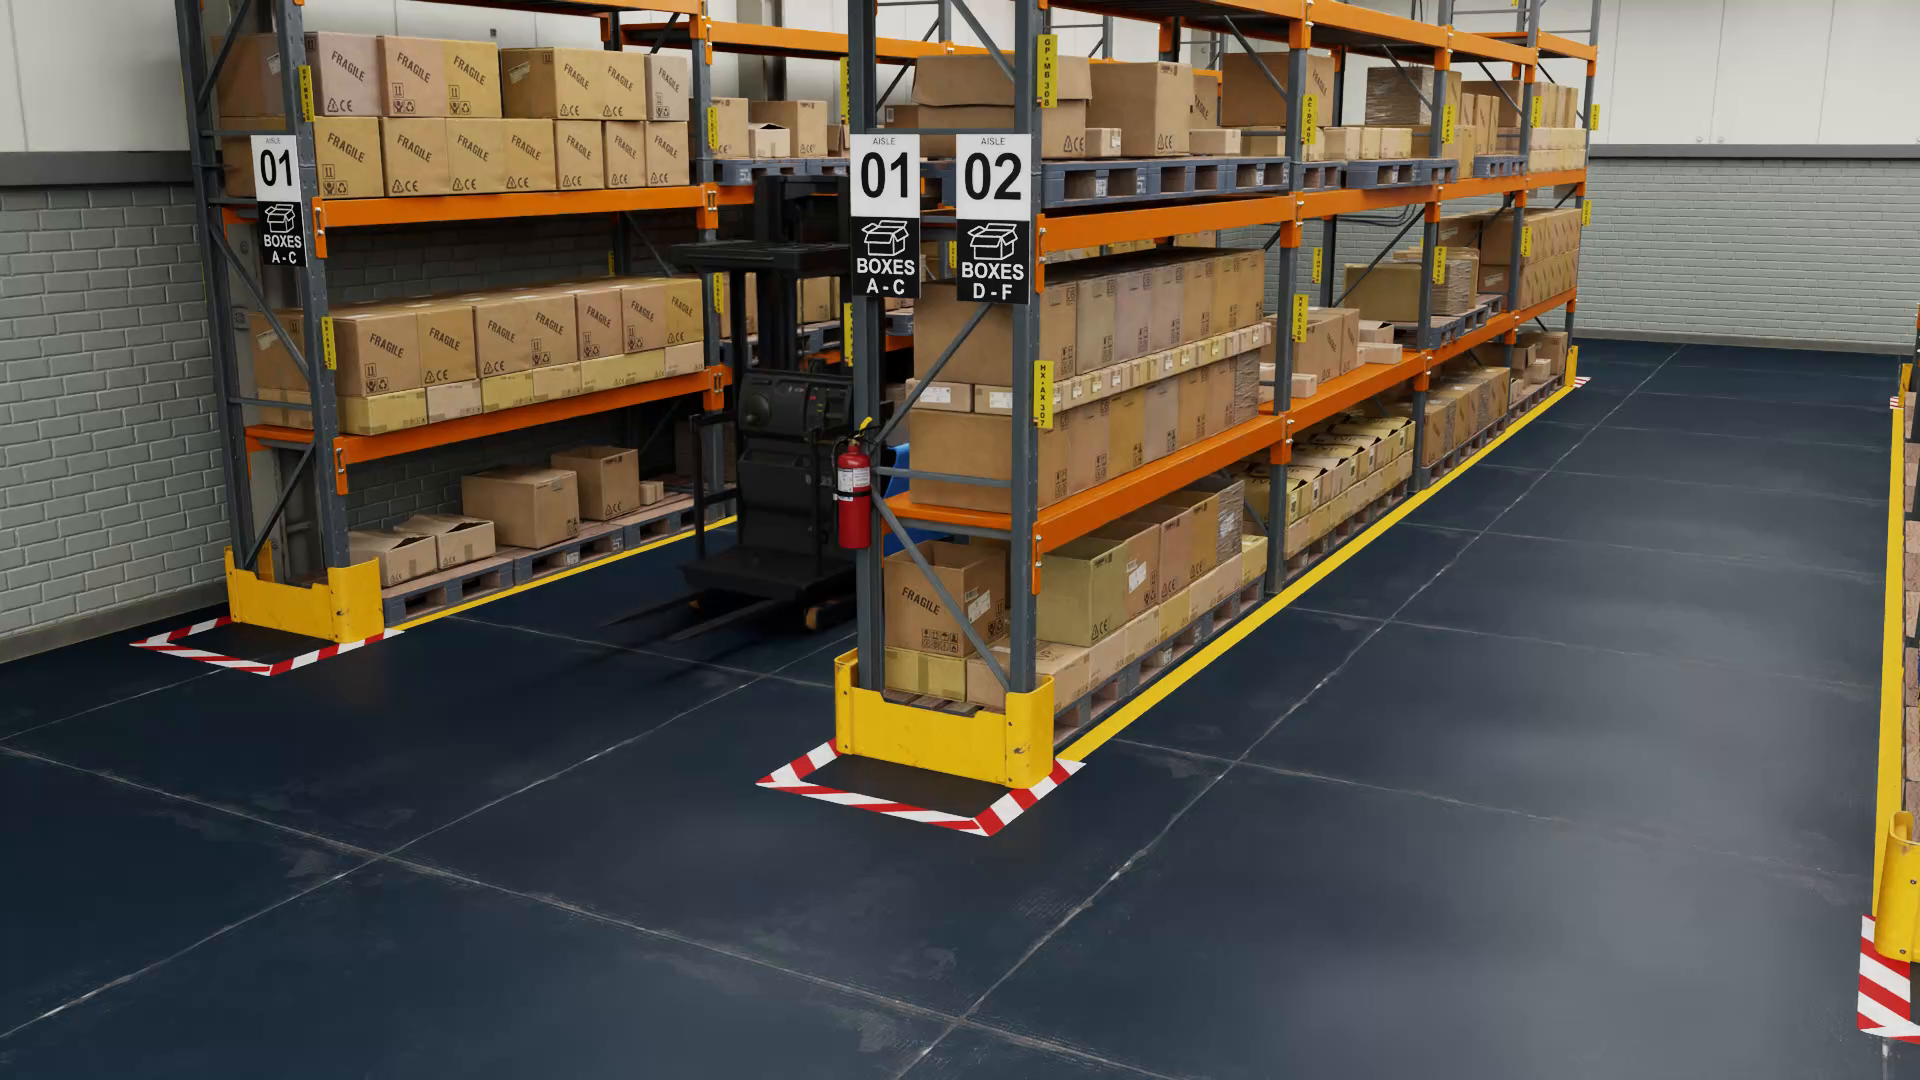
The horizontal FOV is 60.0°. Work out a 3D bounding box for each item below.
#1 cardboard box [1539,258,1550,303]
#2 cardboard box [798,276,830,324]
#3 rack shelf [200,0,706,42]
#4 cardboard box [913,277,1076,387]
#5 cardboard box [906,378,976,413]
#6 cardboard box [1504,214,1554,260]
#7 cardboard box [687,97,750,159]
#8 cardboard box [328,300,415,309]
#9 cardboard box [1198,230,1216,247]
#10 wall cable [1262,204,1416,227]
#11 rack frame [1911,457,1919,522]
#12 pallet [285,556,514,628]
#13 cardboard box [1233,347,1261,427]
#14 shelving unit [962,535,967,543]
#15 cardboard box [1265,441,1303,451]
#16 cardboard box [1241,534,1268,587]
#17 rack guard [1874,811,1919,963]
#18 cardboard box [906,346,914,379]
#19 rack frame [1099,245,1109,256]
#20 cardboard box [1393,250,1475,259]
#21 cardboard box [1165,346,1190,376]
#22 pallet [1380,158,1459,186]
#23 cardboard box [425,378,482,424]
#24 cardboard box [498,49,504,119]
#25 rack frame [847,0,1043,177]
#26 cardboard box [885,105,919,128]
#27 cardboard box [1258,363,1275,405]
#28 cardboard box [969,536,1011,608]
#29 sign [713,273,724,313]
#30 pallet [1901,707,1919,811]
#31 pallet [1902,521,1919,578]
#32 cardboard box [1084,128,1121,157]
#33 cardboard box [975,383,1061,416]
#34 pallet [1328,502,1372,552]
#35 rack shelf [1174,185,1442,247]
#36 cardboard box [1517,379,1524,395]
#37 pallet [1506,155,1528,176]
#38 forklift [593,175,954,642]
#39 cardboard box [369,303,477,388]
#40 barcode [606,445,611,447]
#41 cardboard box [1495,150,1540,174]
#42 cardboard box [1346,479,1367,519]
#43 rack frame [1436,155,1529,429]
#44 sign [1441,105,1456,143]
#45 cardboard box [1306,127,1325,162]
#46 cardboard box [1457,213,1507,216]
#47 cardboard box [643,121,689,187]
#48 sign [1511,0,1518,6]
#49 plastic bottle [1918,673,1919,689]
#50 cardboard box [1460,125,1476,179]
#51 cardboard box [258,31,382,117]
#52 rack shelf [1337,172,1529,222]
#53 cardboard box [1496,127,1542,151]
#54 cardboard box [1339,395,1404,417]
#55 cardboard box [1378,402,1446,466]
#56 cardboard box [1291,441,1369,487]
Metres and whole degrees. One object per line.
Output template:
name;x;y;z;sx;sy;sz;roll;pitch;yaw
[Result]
cardboard box;6.695;-3.101;19.782;0.500;0.500;0.500;7;15;28
cardboard box;-1.641;-2.305;15.544;0.700;0.500;0.500;10;17;36
rack shelf;-3.451;-3.845;11.822;1.077;0.370;4.000;7;15;28
cardboard box;0.182;-1.093;8.686;0.700;0.500;0.500;7;15;28
cardboard box;-0.062;-0.773;8.741;0.380;0.149;0.250;7;15;27
cardboard box;6.693;-3.581;19.642;0.500;0.500;0.500;7;15;26
cardboard box;-2.150;-3.504;14.158;0.500;0.500;0.500;10;17;36
cardboard box;-4.124;-1.393;11.591;0.500;0.500;0.500;8;16;29
cardboard box;3.079;-4.192;23.881;0.980;0.700;0.700;8;16;31
wall cable;6.364;-6.679;28.661;3.097;2.526;0.112;7;15;28
rack frame;8.122;-1.388;12.891;1.000;3.000;0.127;7;15;28
pallet;-3.958;0.308;11.805;1.003;0.211;1.213;7;15;28
cardboard box;1.645;-1.086;11.425;0.700;0.500;0.500;7;15;27
shelving unit;0.026;-0.521;13.456;0.215;1.050;0.252;7;15;28
cardboard box;2.534;-0.697;13.800;0.500;0.311;0.500;7;15;27
cardboard box;1.821;0.123;11.593;0.500;0.250;0.500;7;15;28
rack guard;4.250;1.448;6.462;1.175;0.500;0.348;7;15;28
cardboard box;-0.080;-1.806;18.314;0.750;0.750;0.750;7;15;27
rack frame;1.383;-3.331;20.951;1.000;3.000;0.127;7;15;28
cardboard box;5.019;-2.803;17.652;0.700;0.500;0.500;10;17;37
cardboard box;1.169;-1.098;10.091;0.380;0.149;0.250;8;16;30
pallet;3.538;-3.167;14.273;1.213;0.211;1.003;8;16;31
cardboard box;-3.666;-0.978;11.469;0.500;0.250;0.500;7;15;26
cardboard box;-3.677;-3.304;12.049;0.500;0.500;0.500;7;15;28
rack frame;-0.080;-3.225;7.711;1.000;3.000;0.127;7;15;28
cardboard box;-0.371;-4.335;17.564;0.700;0.500;0.500;6;15;24
cardboard box;2.053;-1.162;12.275;0.500;0.250;0.500;9;16;32
cardboard box;0.389;0.109;10.053;0.500;0.500;0.500;7;15;28
sign;-2.006;-2.051;13.793;0.100;0.325;0.005;7;15;28
pallet;5.238;1.173;8.219;1.003;0.211;1.213;7;15;28
pallet;7.713;0.122;12.577;1.003;0.211;1.213;7;15;28
cardboard box;0.643;-2.138;8.944;0.380;0.149;0.250;7;15;28
cardboard box;0.298;-0.729;8.559;0.380;0.149;0.250;7;15;28
pallet;2.764;-0.181;13.832;1.003;0.211;1.213;7;15;28
rack shelf;2.821;-2.648;13.253;1.077;0.370;4.000;7;15;28
cardboard box;6.523;-1.847;19.903;0.380;0.166;0.250;7;15;28
pallet;5.344;-4.012;17.774;1.213;0.211;1.003;7;15;28
forklift;-1.229;-0.943;11.189;1.130;2.935;3.031;8;16;30
cardboard box;-3.677;-1.335;11.347;0.500;0.500;0.500;7;15;28
barcode;-2.956;-0.760;14.000;0.001;0.075;0.075;7;15;28
cardboard box;6.173;-4.228;18.589;0.500;0.250;0.500;7;15;28
cardboard box;3.009;-0.367;13.627;0.500;0.250;0.500;8;16;29
rack frame;5.721;-2.771;18.626;1.000;3.000;0.127;7;15;28
sign;4.269;-3.633;14.533;0.100;0.325;0.005;7;15;28
cardboard box;2.423;-2.957;12.423;0.500;0.250;0.500;6;15;23
cardboard box;6.228;-3.647;19.915;0.500;0.500;0.500;8;15;28
cardboard box;-2.513;-3.074;13.229;0.500;0.500;0.500;8;16;30
sign;7.180;-7.062;21.463;0.100;0.325;0.005;7;15;28
plastic bottle;5.343;0.664;9.093;0.144;0.351;0.185;7;15;26
cardboard box;4.467;-3.761;16.122;0.910;0.500;0.500;7;15;28
cardboard box;-4.019;-2.923;10.470;0.500;0.500;0.500;6;15;24
rack shelf;4.754;-3.469;16.657;1.077;0.370;4.000;7;15;28
cardboard box;6.174;-4.471;18.530;0.500;0.250;0.500;7;15;28
cardboard box;4.034;-1.167;16.369;0.500;0.500;0.500;8;16;30
cardboard box;4.258;-1.010;15.716;0.500;0.500;0.500;8;16;30
cardboard box;3.014;-0.642;13.569;0.500;0.311;0.500;8;16;30
